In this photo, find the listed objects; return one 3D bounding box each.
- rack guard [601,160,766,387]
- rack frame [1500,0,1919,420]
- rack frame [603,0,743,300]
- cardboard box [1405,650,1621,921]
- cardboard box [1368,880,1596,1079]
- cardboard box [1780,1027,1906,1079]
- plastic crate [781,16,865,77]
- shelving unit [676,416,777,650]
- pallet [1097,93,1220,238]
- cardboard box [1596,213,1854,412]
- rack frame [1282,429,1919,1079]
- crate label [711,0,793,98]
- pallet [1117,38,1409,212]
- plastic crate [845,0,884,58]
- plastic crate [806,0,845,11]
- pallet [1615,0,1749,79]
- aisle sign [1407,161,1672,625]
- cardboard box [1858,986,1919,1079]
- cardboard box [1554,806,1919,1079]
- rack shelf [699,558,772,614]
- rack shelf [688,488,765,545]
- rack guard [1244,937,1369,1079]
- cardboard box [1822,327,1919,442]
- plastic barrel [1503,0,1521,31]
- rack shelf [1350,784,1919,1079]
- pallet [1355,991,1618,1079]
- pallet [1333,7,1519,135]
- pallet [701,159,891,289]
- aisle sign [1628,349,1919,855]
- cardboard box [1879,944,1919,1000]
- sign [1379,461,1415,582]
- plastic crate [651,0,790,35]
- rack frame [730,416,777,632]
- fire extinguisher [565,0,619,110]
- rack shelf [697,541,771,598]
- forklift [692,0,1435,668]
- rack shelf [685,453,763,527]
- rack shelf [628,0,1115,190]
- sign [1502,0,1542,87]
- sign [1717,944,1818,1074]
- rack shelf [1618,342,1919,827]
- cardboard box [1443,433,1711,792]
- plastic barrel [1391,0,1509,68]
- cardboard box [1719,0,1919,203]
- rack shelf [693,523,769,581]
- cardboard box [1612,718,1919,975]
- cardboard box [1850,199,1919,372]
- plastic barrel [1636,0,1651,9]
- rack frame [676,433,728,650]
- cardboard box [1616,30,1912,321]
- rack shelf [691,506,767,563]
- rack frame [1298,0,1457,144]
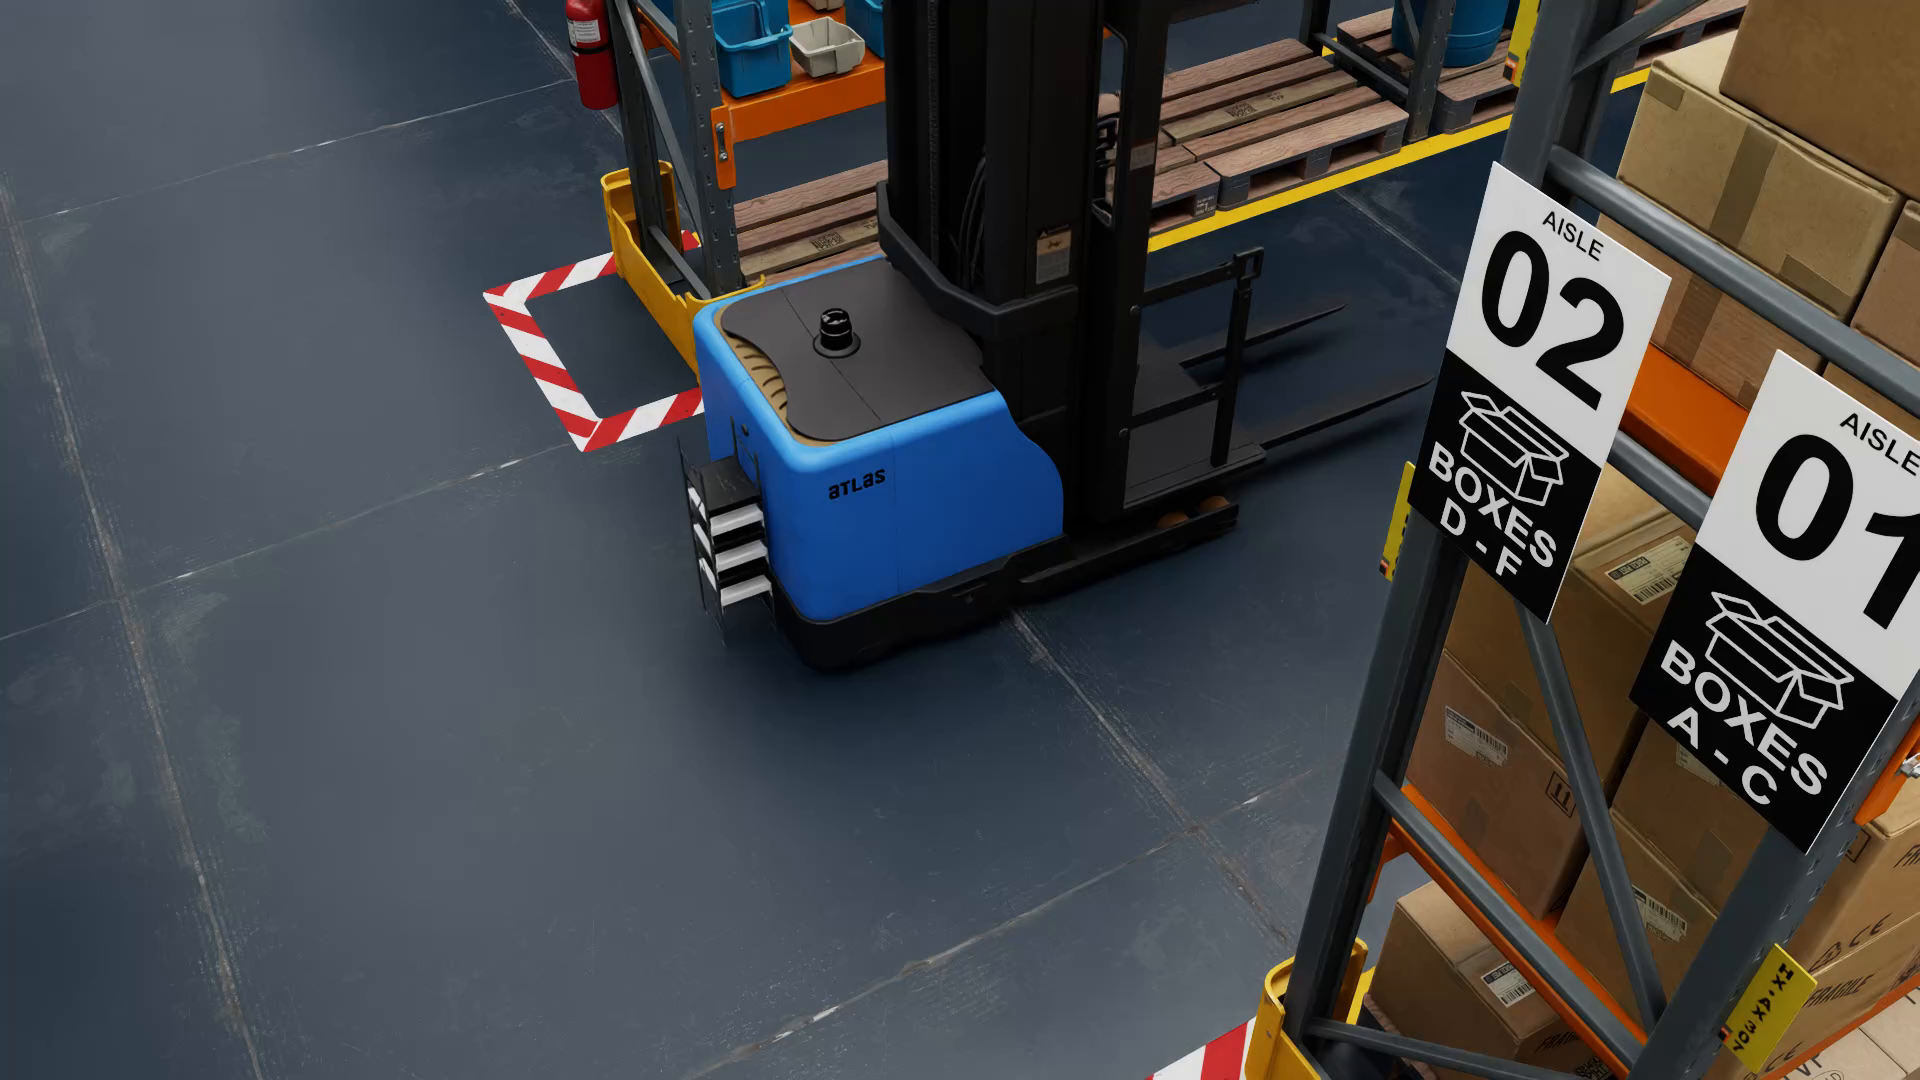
[{"bbox_3d":[-1.261,-1.227,7.655,0.348,0.500,1.175,-22,48,-21],"label":"rack guard"},{"bbox_3d":[1.218,-1.301,1.629,0.127,3.000,1.000,-22,48,-21],"label":"rack frame"},{"bbox_3d":[-1.247,-2.140,6.802,0.127,3.000,1.000,-22,48,-21],"label":"rack frame"},{"bbox_3d":[1.471,0.497,4.013,0.500,0.500,0.500,-20,48,-20],"label":"cardboard box"},{"bbox_3d":[1.567,1.254,4.783,0.500,0.500,0.500,-22,48,-21],"label":"cardboard box"},{"bbox_3d":[2.264,1.490,4.719,0.500,0.250,0.500,-22,48,-21],"label":"cardboard box"},{"bbox_3d":[-0.549,-2.015,6.819,0.298,0.136,0.250,-22,48,-21],"label":"plastic crate"},{"bbox_3d":[-0.850,-0.012,6.116,0.210,0.900,0.258,-20,48,-19],"label":"shelving unit"},{"bbox_3d":[0.544,-1.823,8.477,1.213,0.211,1.003,-22,48,-21],"label":"pallet"},{"bbox_3d":[1.532,-0.508,3.073,0.500,0.250,0.500,-22,48,-21],"label":"cardboard box"},{"bbox_3d":[1.218,0.852,3.718,0.127,3.000,1.000,-22,48,-21],"label":"rack frame"},{"bbox_3d":[-0.868,-1.989,6.722,0.303,0.233,0.416,-22,48,-21],"label":"crate label"},{"bbox_3d":[1.603,-2.249,8.916,1.213,0.211,1.003,-22,48,-21],"label":"pallet"},{"bbox_3d":[-0.298,-2.217,6.958,0.300,0.233,0.416,-22,48,-21],"label":"plastic crate"},{"bbox_3d":[-0.630,-2.459,7.277,0.243,0.136,0.396,-22,48,-21],"label":"plastic crate"},{"bbox_3d":[3.971,-3.196,9.892,1.213,0.211,1.003,-22,48,-21],"label":"pallet"},{"bbox_3d":[1.006,-0.242,2.979,0.004,0.787,0.394,-22,48,-21],"label":"aisle sign"},{"bbox_3d":[2.698,1.317,4.898,0.500,0.250,0.500,-22,48,-21],"label":"cardboard box"},{"bbox_3d":[1.734,0.822,3.678,0.500,0.500,0.500,-21,48,-20],"label":"cardboard box"},{"bbox_3d":[-0.850,0.141,6.265,0.200,0.077,0.258,-20,48,-19],"label":"rack shelf"},{"bbox_3d":[-0.850,-0.117,6.014,0.200,0.077,0.258,-20,48,-19],"label":"rack shelf"},{"bbox_3d":[1.284,1.723,4.616,0.348,0.500,1.175,-22,48,-21],"label":"rack guard"},{"bbox_3d":[1.790,-0.195,2.751,0.500,0.250,0.500,-22,48,-21],"label":"cardboard box"},{"bbox_3d":[3.316,-3.350,9.253,0.708,0.901,0.600,-22,48,-21],"label":"plastic barrel"},{"bbox_3d":[2.952,0.416,4.684,4.000,0.370,1.077,-22,48,-21],"label":"rack shelf"},{"bbox_3d":[1.975,1.549,5.002,1.213,0.211,1.003,-22,48,-21],"label":"pallet"},{"bbox_3d":[2.912,-2.770,9.453,1.213,0.211,1.003,-22,48,-21],"label":"pallet"},{"bbox_3d":[-0.512,-1.402,8.043,1.213,0.211,1.003,-22,48,-21],"label":"pallet"},{"bbox_3d":[1.305,0.120,2.606,0.004,0.787,0.394,-22,48,-21],"label":"aisle sign"},{"bbox_3d":[2.179,0.639,3.866,0.500,0.500,0.500,-22,48,-21],"label":"cardboard box"},{"bbox_3d":[0.959,-0.019,3.557,0.005,0.325,0.100,-22,48,-21],"label":"sign"},{"bbox_3d":[-1.049,-2.403,7.004,0.499,0.435,0.616,-22,48,-21],"label":"plastic crate"},{"bbox_3d":[-0.760,-0.045,6.150,0.006,0.900,0.240,-20,48,-19],"label":"rack frame"},{"bbox_3d":[-1.604,-2.201,7.187,0.183,0.674,0.296,-22,48,-21],"label":"fire extinguisher"},{"bbox_3d":[-0.850,0.077,6.202,0.200,0.077,0.258,-20,48,-19],"label":"rack shelf"},{"bbox_3d":[0.552,-1.312,5.998,3.031,2.935,1.130,-20,48,-19],"label":"forklift"},{"bbox_3d":[-0.850,-0.182,5.951,0.200,0.077,0.258,-20,48,-19],"label":"rack shelf"},{"bbox_3d":[0.488,-2.576,7.767,4.000,0.370,1.077,-22,48,-21],"label":"rack shelf"},{"bbox_3d":[0.959,-0.884,2.718,0.005,0.325,0.100,-22,48,-21],"label":"sign"},{"bbox_3d":[1.488,0.869,3.079,0.005,0.325,0.100,-22,48,-21],"label":"sign"},{"bbox_3d":[2.952,-0.660,3.639,4.000,0.370,1.077,-22,48,-21],"label":"rack shelf"},{"bbox_3d":[1.467,0.137,3.665,0.500,0.500,0.500,-22,48,-21],"label":"cardboard box"},{"bbox_3d":[2.702,-3.104,9.000,0.708,0.901,0.600,-22,48,-21],"label":"plastic barrel"},{"bbox_3d":[1.655,-0.807,2.484,0.500,0.500,0.700,-22,48,-21],"label":"cardboard box"},{"bbox_3d":[-0.850,0.012,6.139,0.200,0.077,0.258,-20,48,-19],"label":"rack shelf"},{"bbox_3d":[1.734,0.463,3.330,0.500,0.500,0.500,-20,48,-20],"label":"cardboard box"},{"bbox_3d":[1.793,-0.371,2.573,0.500,0.250,0.500,-22,48,-21],"label":"cardboard box"},{"bbox_3d":[3.850,-3.352,9.535,0.421,0.512,0.421,0,44,0],"label":"plastic barrel"},{"bbox_3d":[-0.940,0.021,6.082,0.006,0.900,0.240,-20,48,-19],"label":"rack frame"},{"bbox_3d":[1.536,-0.682,2.894,0.500,0.250,0.500,-22,48,-21],"label":"cardboard box"},{"bbox_3d":[-0.850,-0.052,6.076,0.200,0.077,0.258,-20,48,-19],"label":"rack shelf"},{"bbox_3d":[2.222,-3.528,8.232,0.127,3.000,1.000,-22,48,-21],"label":"rack frame"}]
